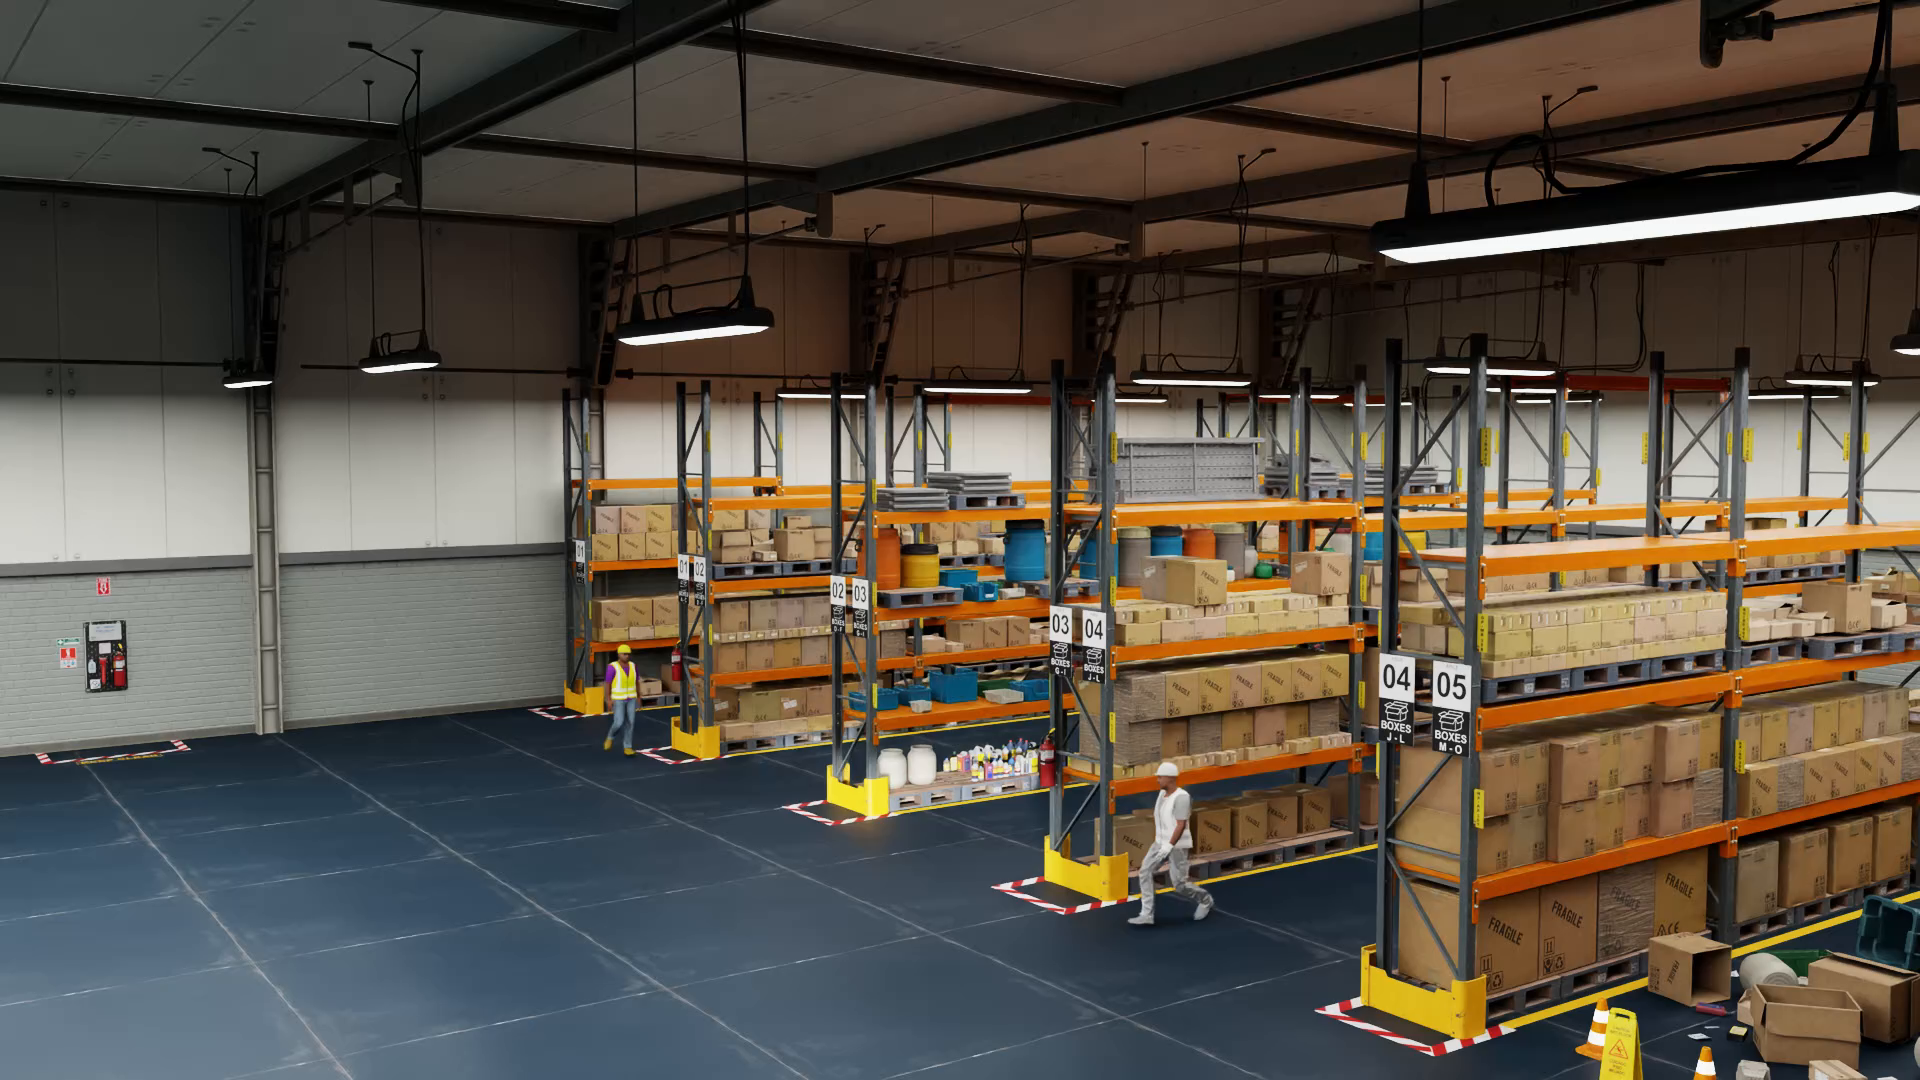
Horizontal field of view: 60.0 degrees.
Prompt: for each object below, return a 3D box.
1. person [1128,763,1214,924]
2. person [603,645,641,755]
[{"bbox_3d":[2.200,3.196,17.583,1.033,1.679,0.571,-2,4,-29],"label":"person"},{"bbox_3d":[-5.416,2.553,26.685,0.586,1.759,0.566,-3,5,-39],"label":"person"}]
